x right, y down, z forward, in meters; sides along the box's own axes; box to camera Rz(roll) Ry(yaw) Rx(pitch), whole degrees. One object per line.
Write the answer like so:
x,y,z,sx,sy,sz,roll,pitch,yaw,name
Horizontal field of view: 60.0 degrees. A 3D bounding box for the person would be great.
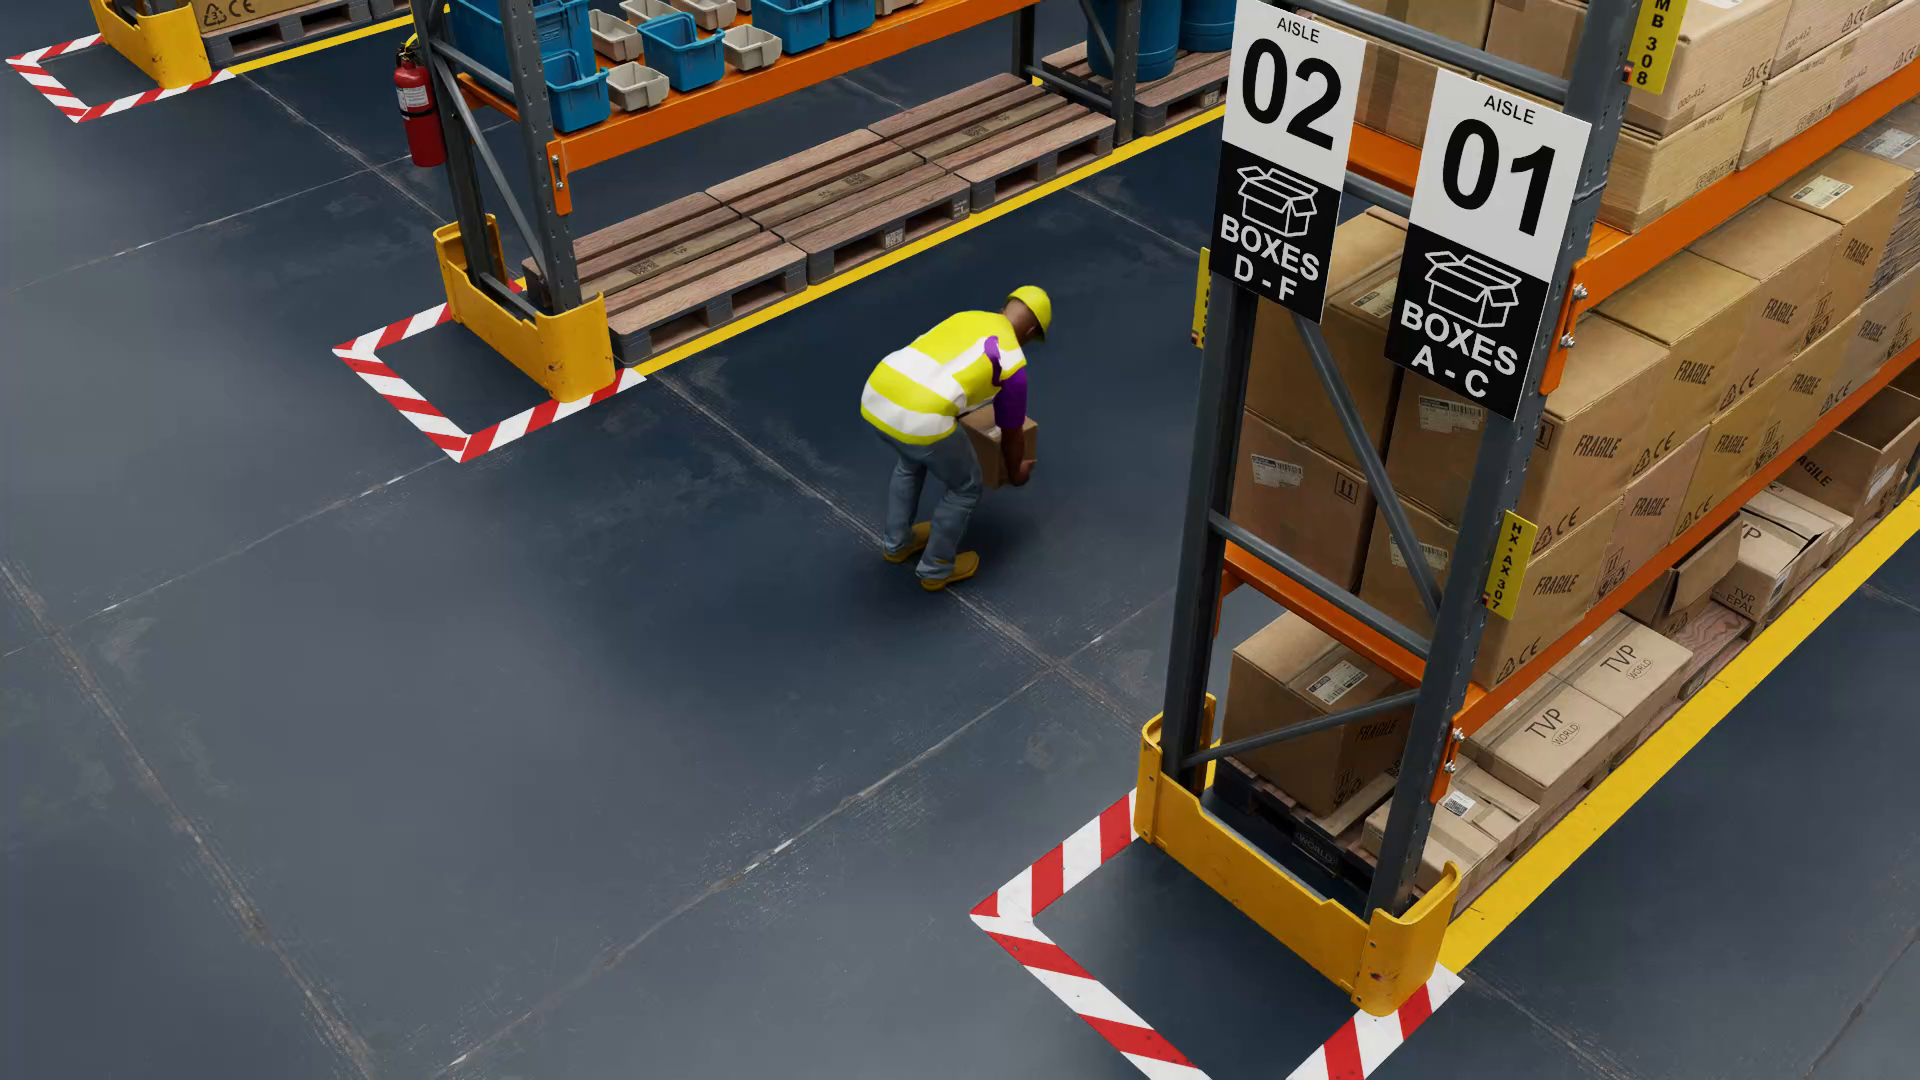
0.021,-0.452,7.165,0.974,1.148,0.477,-32,49,-33,person
